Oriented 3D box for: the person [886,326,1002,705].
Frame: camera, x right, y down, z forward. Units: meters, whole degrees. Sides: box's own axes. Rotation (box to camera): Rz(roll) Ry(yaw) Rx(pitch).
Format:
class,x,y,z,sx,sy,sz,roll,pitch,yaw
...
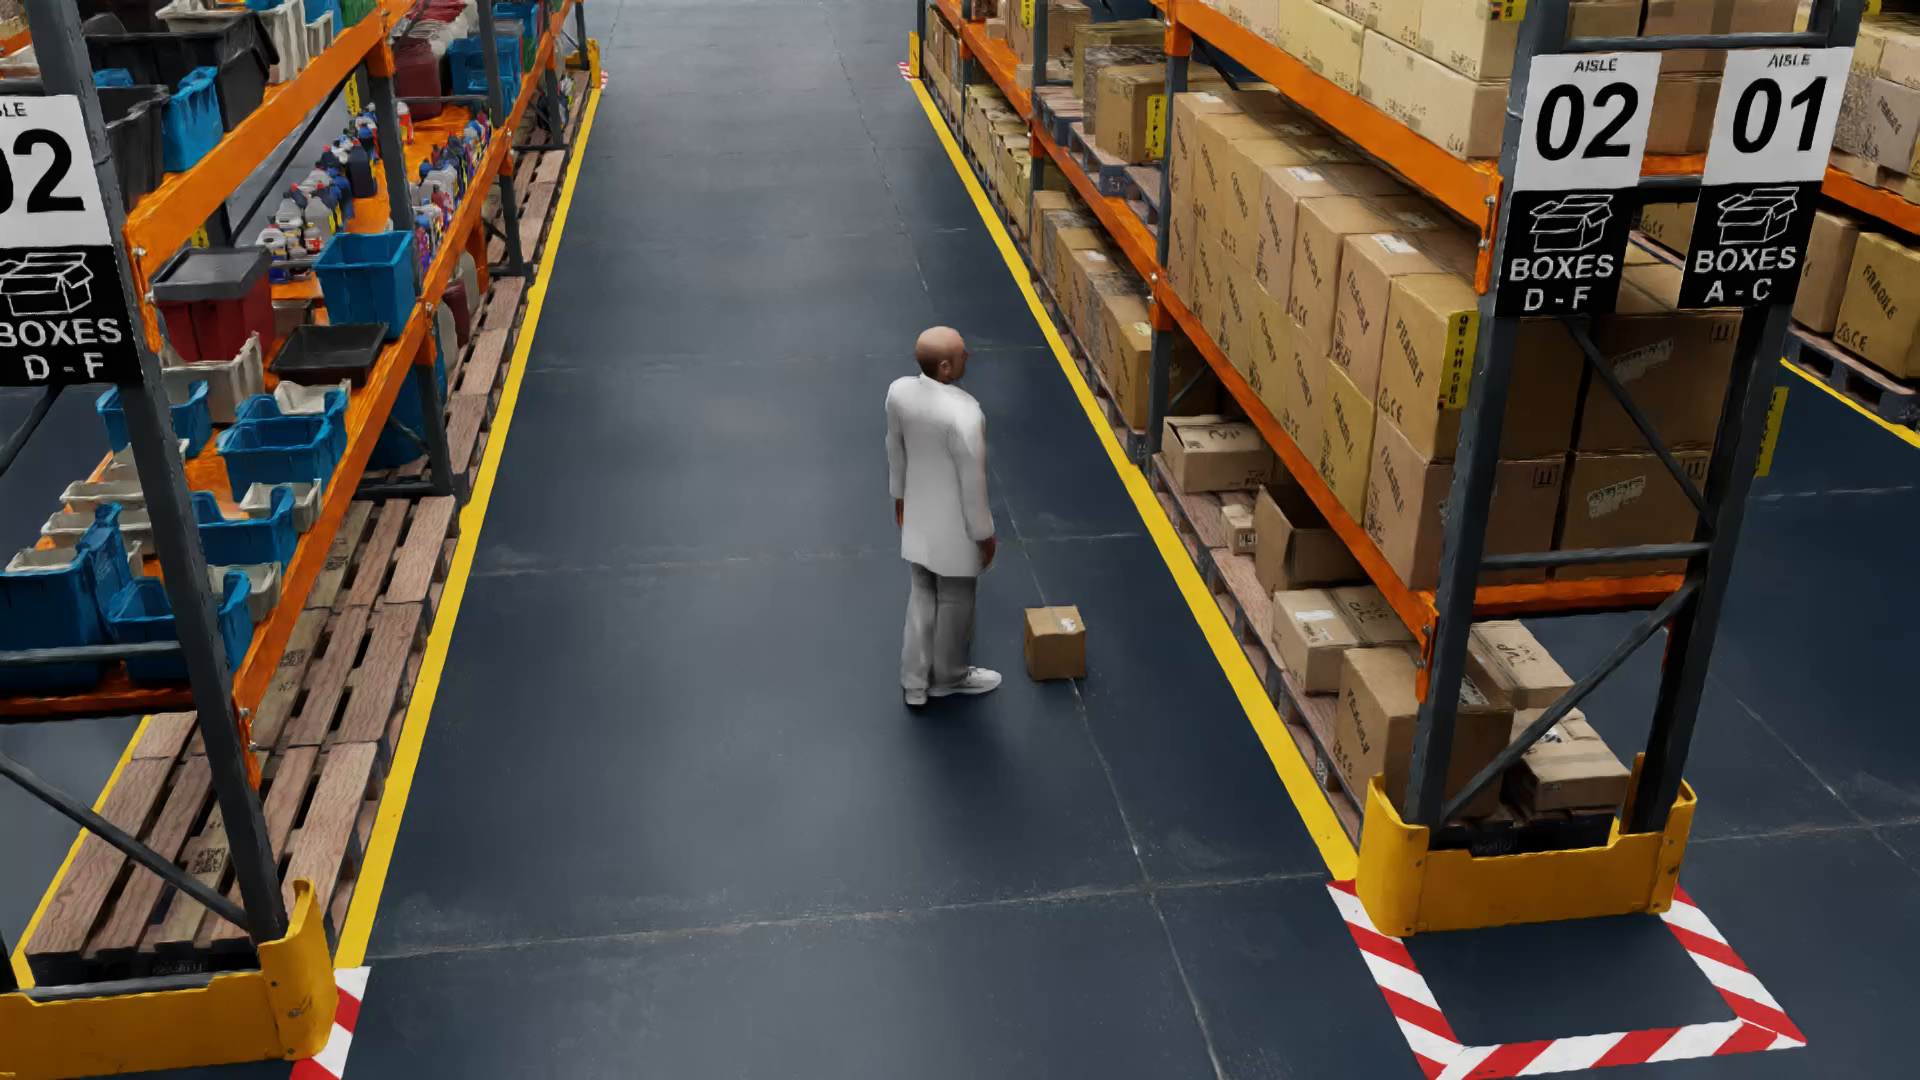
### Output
class,x,y,z,sx,sy,sz,roll,pitch,yaw
person,-0.096,-0.103,7.322,0.485,1.783,0.629,-24,35,-39
